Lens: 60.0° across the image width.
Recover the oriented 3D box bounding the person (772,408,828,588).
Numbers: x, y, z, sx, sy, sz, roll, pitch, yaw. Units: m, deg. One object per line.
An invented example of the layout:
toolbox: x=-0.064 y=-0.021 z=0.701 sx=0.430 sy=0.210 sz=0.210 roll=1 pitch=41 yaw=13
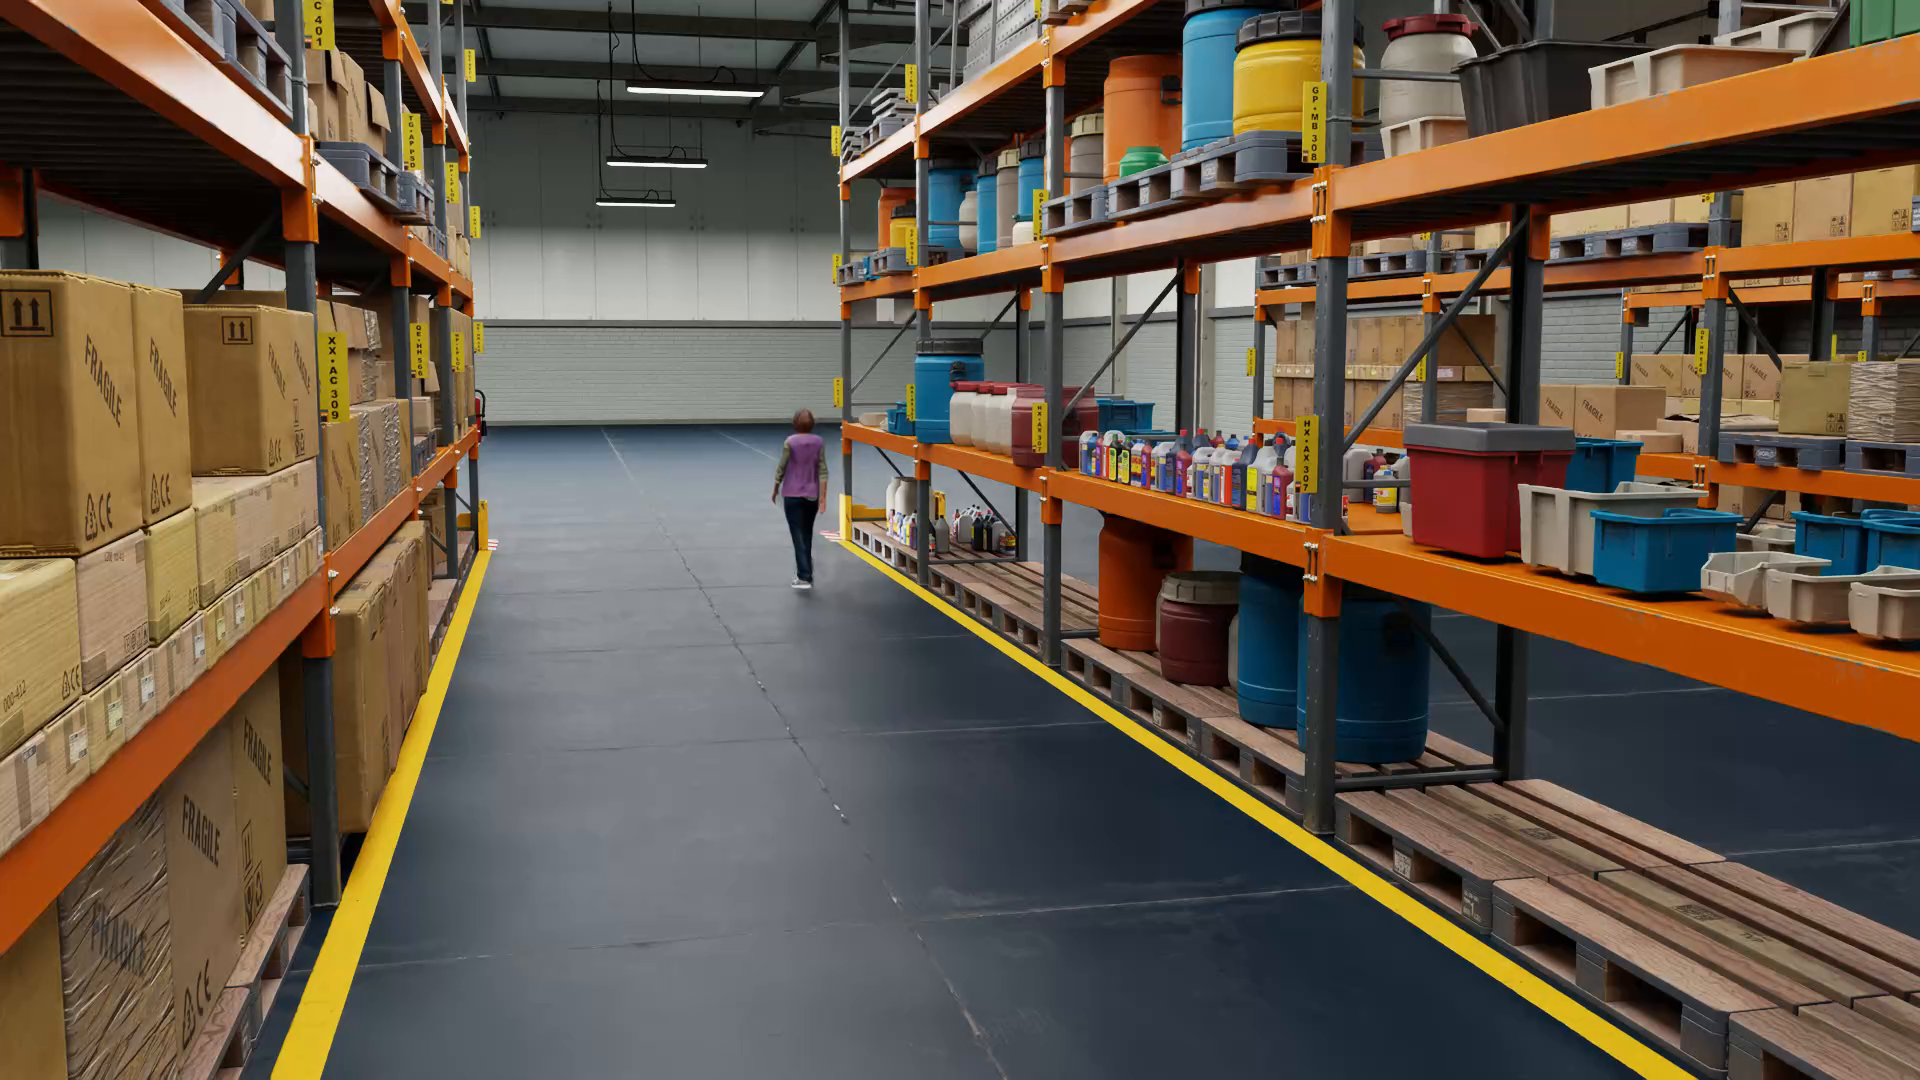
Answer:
person: x=-1.430 y=-0.368 z=14.667 sx=0.423 sy=1.602 sz=0.745 roll=-4 pitch=7 yaw=-29
